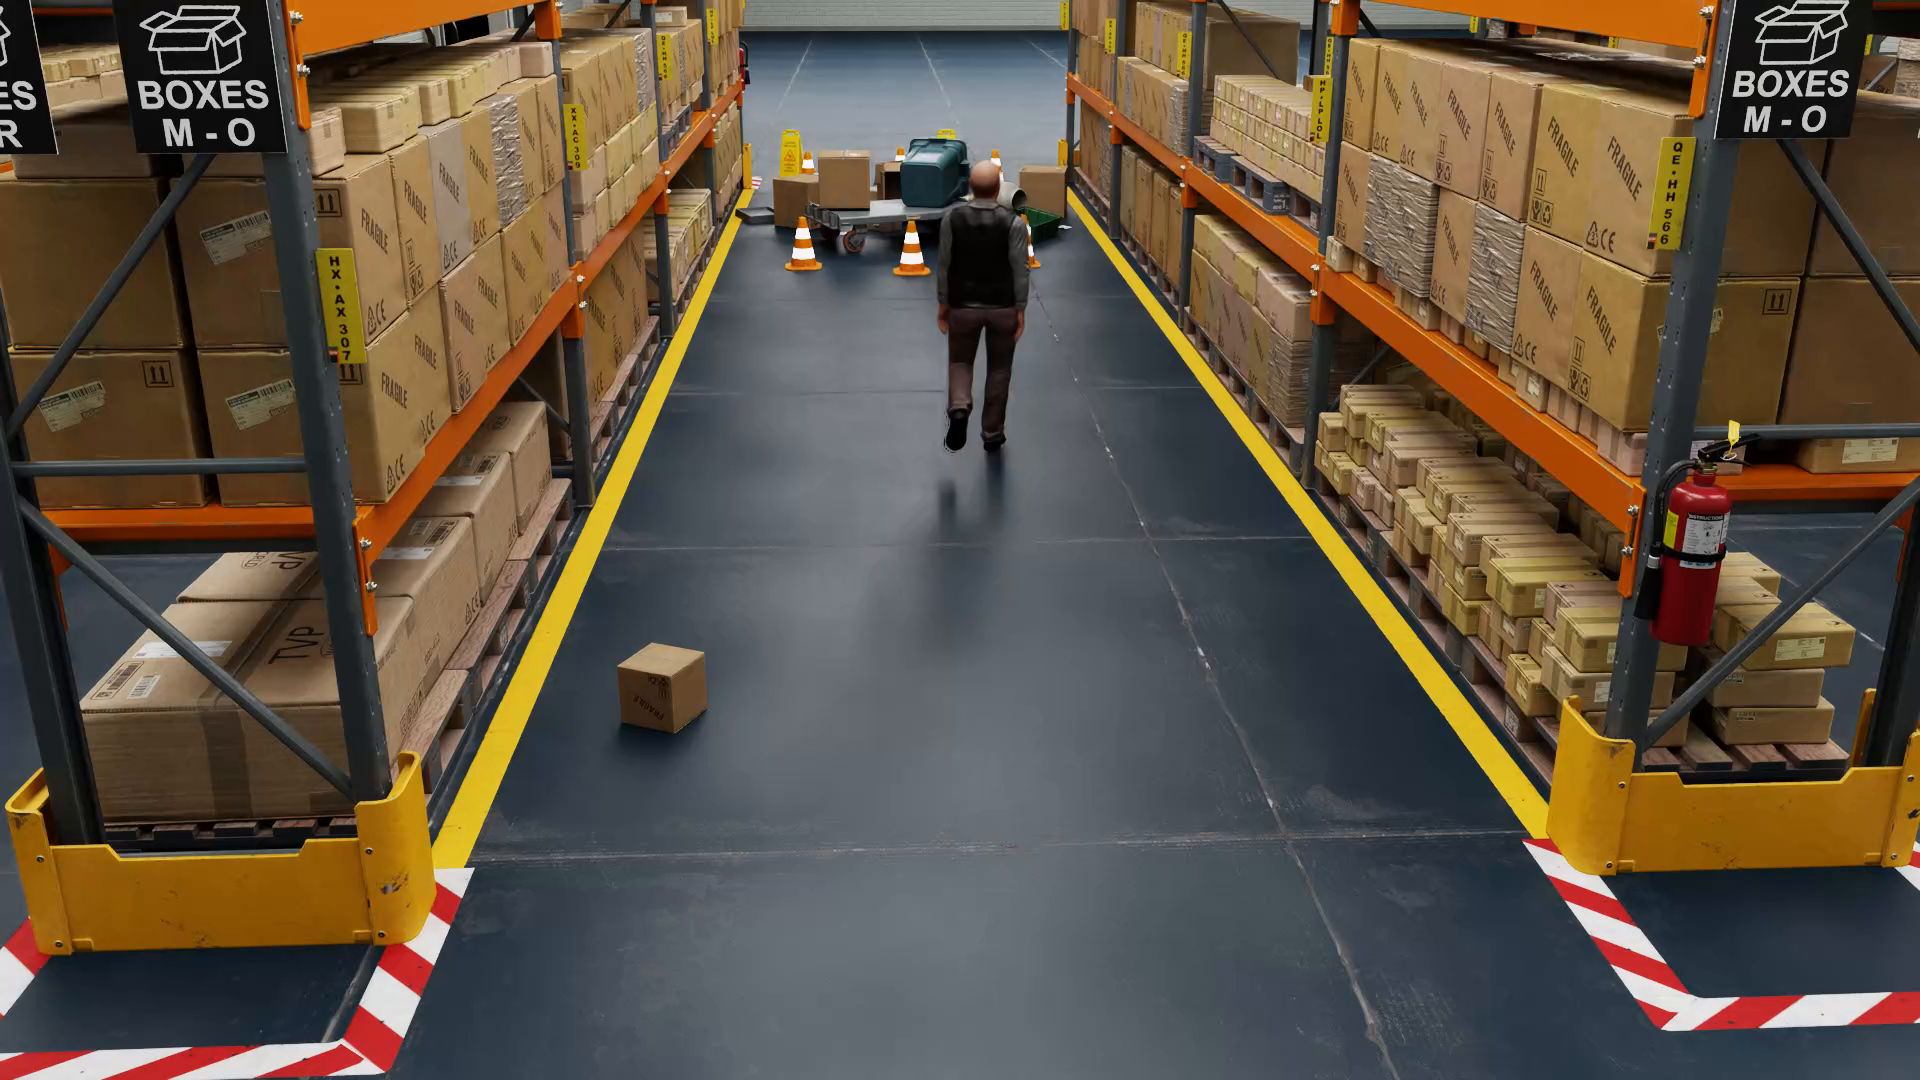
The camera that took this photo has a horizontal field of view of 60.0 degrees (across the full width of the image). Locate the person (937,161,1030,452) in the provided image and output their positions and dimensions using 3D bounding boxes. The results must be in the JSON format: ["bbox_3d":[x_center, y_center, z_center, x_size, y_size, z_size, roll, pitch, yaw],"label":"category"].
[{"bbox_3d":[0.133,-1.333,9.654,0.543,1.709,0.597,3,20,8],"label":"person"}]
